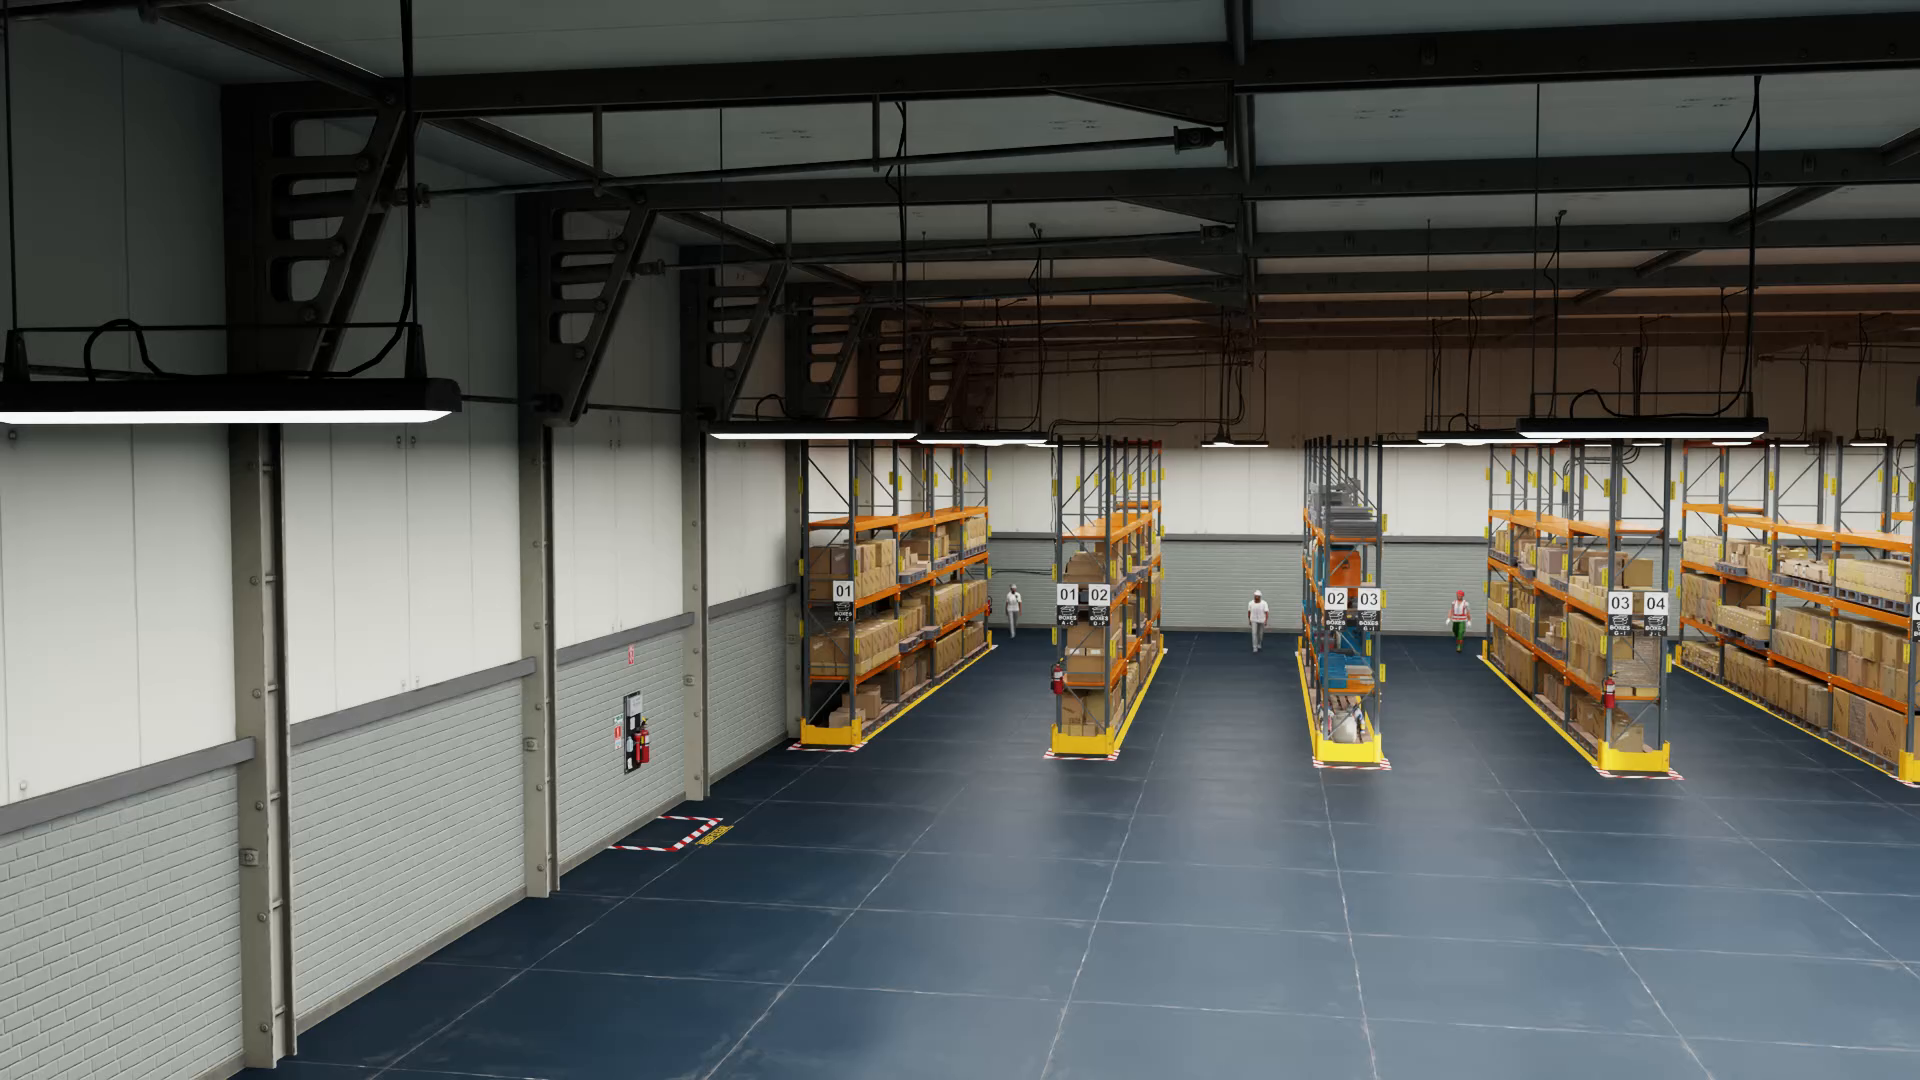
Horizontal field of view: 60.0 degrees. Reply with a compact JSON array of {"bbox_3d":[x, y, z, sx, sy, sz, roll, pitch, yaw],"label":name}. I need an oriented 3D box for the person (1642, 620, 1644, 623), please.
[{"bbox_3d":[19.262,2.342,46.371,0.964,1.742,0.547,0,3,4],"label":"person"}]

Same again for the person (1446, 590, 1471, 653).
[{"bbox_3d":[14.135,2.301,47.147,0.649,1.742,1.071,2,4,30],"label":"person"}]

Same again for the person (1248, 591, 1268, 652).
[{"bbox_3d":[8.480,2.300,47.236,0.554,1.711,1.081,0,3,7],"label":"person"}]

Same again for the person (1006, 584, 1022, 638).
[{"bbox_3d":[1.654,2.148,50.758,0.444,1.621,1.052,-1,3,-10],"label":"person"}]
